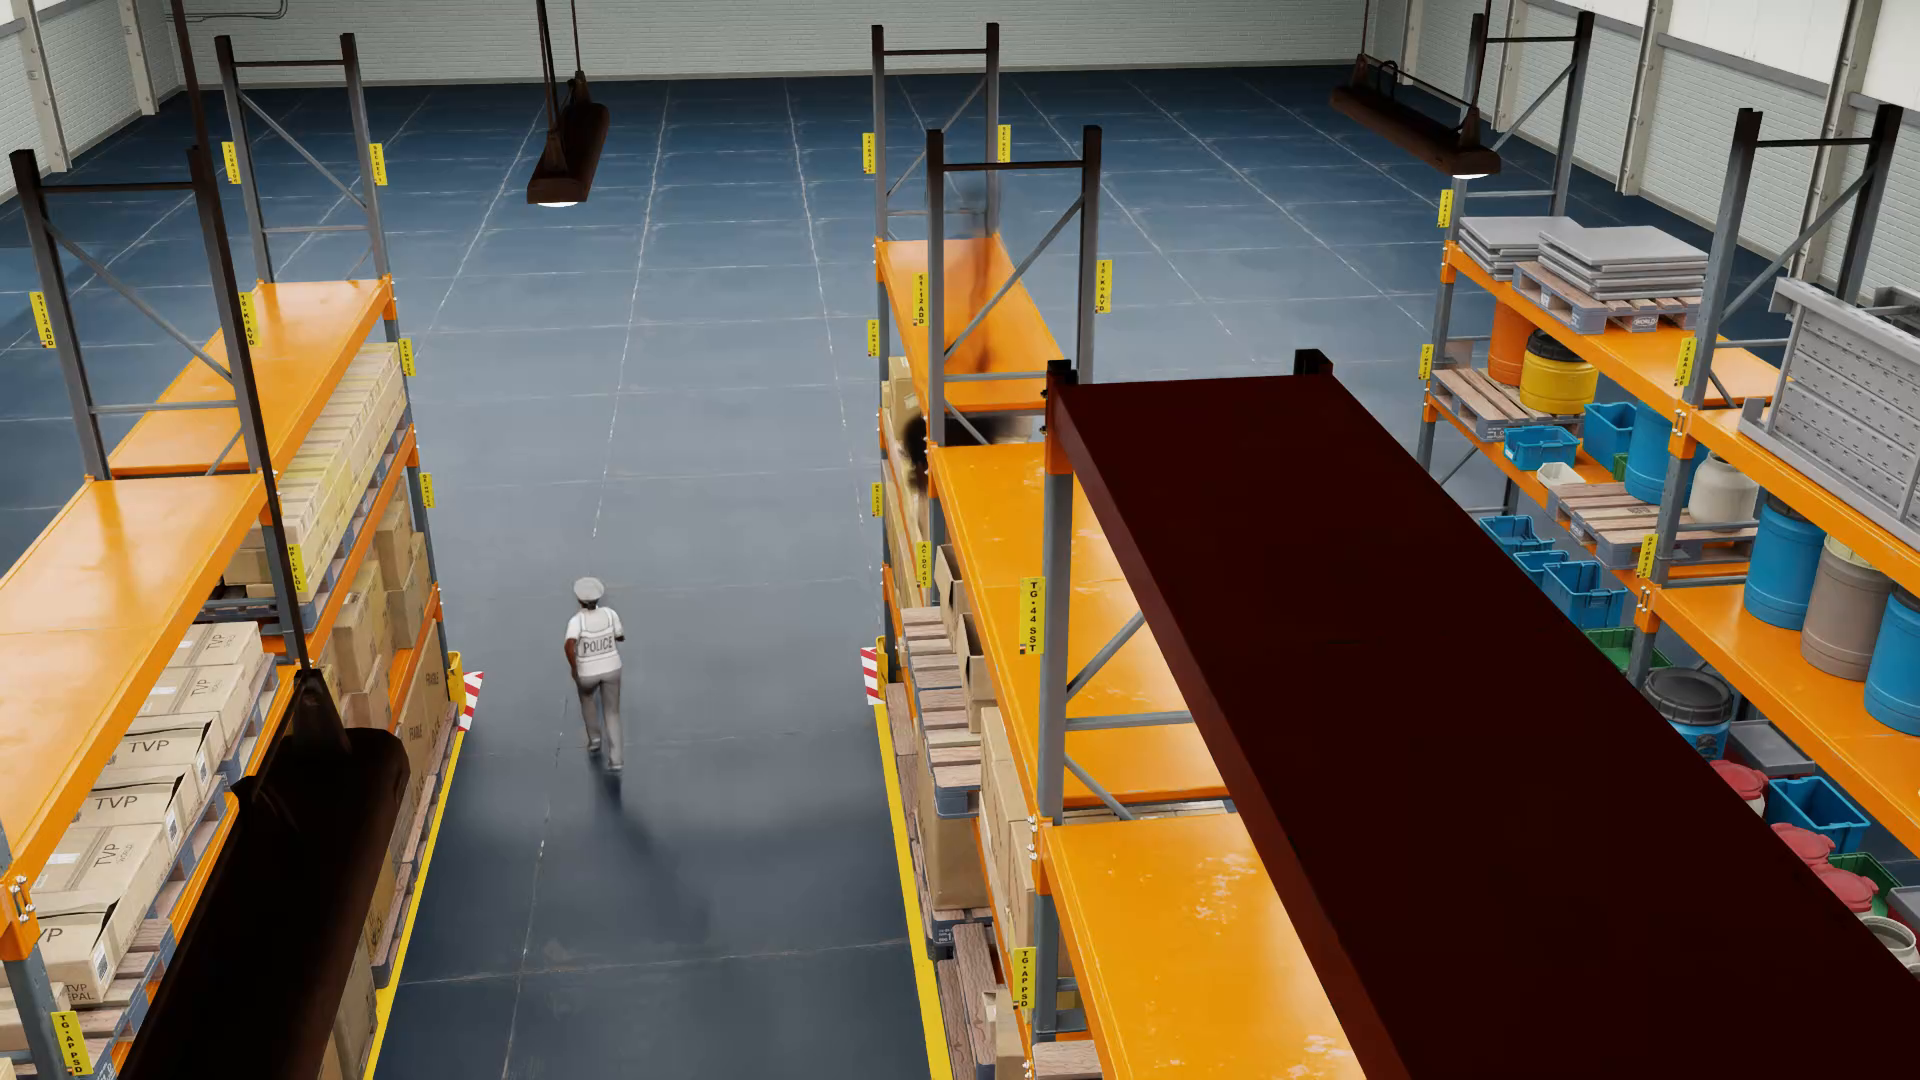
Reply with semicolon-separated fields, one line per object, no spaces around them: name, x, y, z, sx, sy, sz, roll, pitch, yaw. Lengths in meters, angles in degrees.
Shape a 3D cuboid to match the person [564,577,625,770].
person;-3.063;1.185;14.113;0.559;1.754;0.842;-10;27;-20
